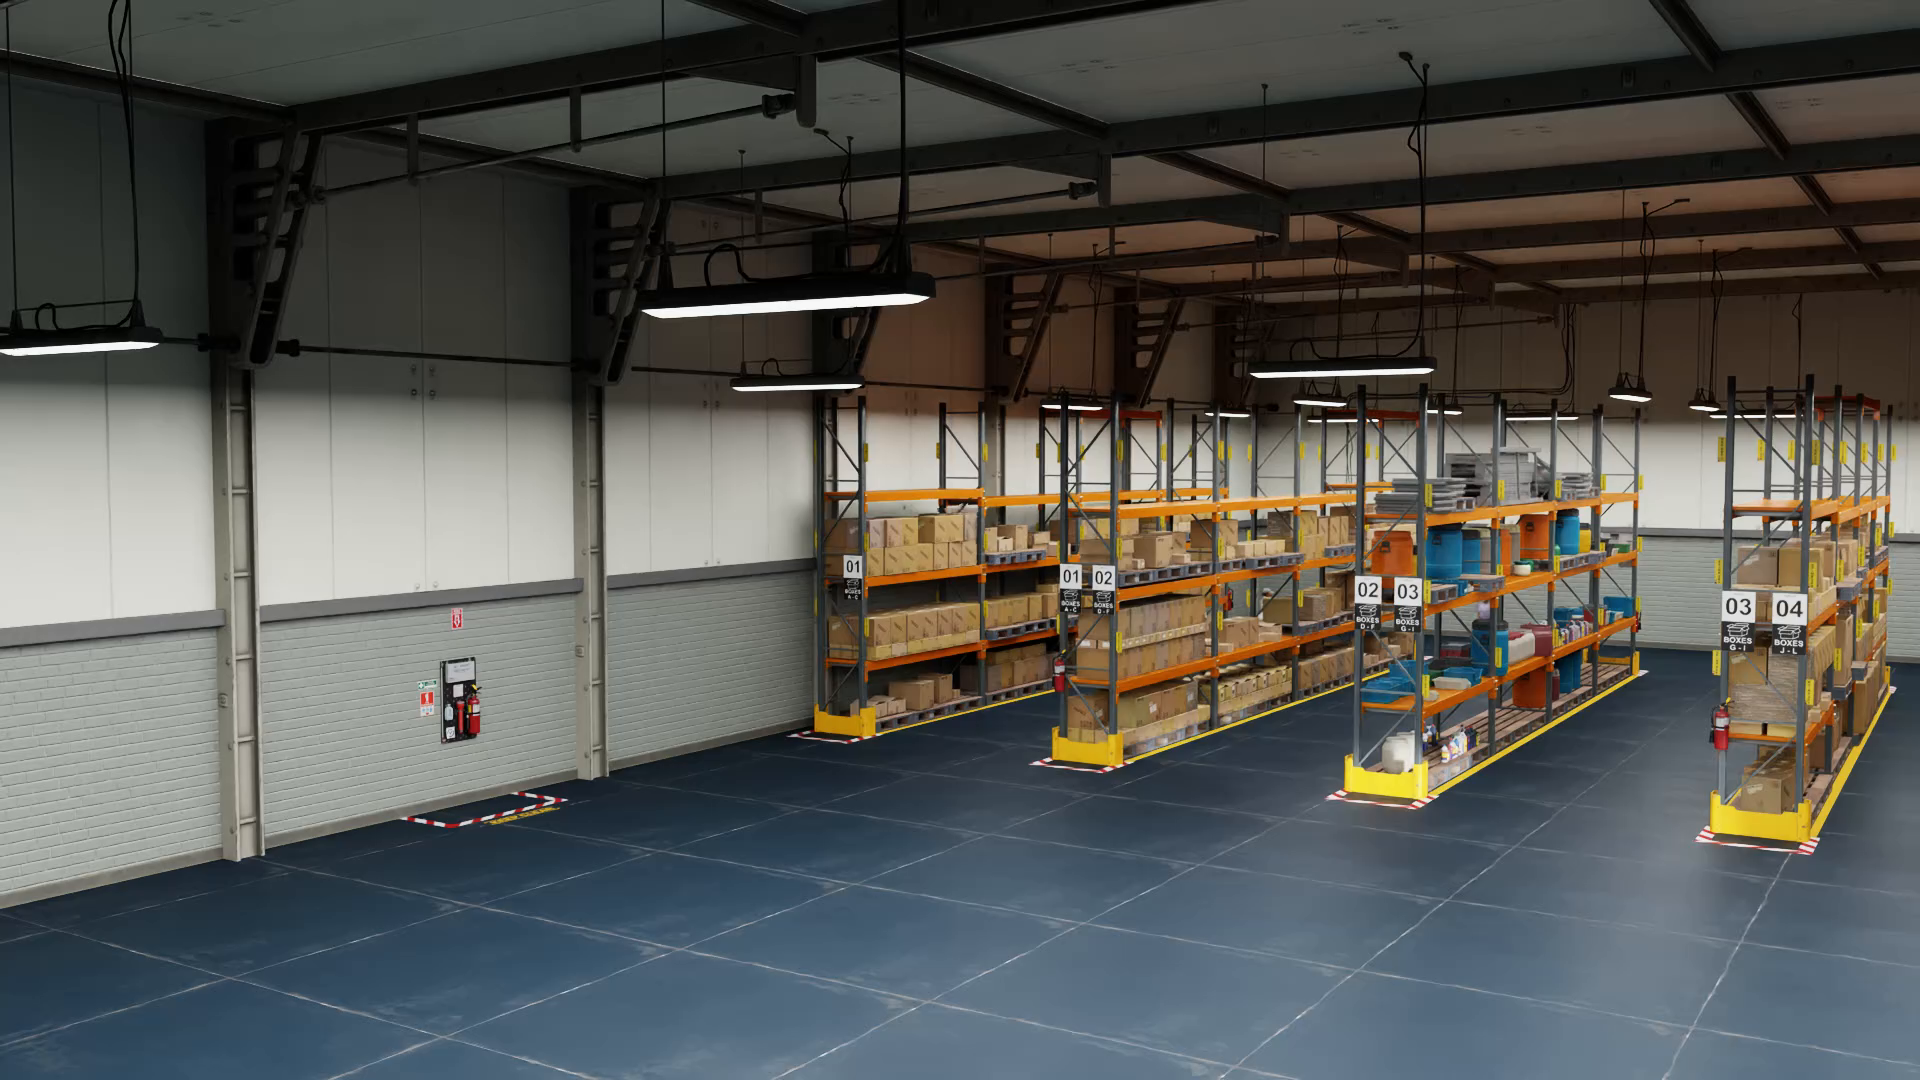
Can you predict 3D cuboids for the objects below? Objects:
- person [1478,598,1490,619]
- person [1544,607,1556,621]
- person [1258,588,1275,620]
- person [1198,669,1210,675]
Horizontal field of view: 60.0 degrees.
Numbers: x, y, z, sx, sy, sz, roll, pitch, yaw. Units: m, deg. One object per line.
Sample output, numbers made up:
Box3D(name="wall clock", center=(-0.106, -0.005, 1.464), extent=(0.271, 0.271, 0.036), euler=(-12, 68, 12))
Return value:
Box3D(name="person", center=(12.877, 2.065, 40.634), extent=(0.495, 1.575, 1.034), euler=(2, 3, 29))
Box3D(name="person", center=(12.956, 2.236, 36.474), extent=(0.961, 1.590, 0.532), euler=(-2, 4, -36))
Box3D(name="person", center=(7.531, 2.004, 41.174), extent=(0.667, 1.655, 0.598), euler=(0, 3, 7))
Box3D(name="person", center=(5.144, 2.320, 35.048), extent=(0.697, 1.687, 0.721), euler=(3, 4, 42))
